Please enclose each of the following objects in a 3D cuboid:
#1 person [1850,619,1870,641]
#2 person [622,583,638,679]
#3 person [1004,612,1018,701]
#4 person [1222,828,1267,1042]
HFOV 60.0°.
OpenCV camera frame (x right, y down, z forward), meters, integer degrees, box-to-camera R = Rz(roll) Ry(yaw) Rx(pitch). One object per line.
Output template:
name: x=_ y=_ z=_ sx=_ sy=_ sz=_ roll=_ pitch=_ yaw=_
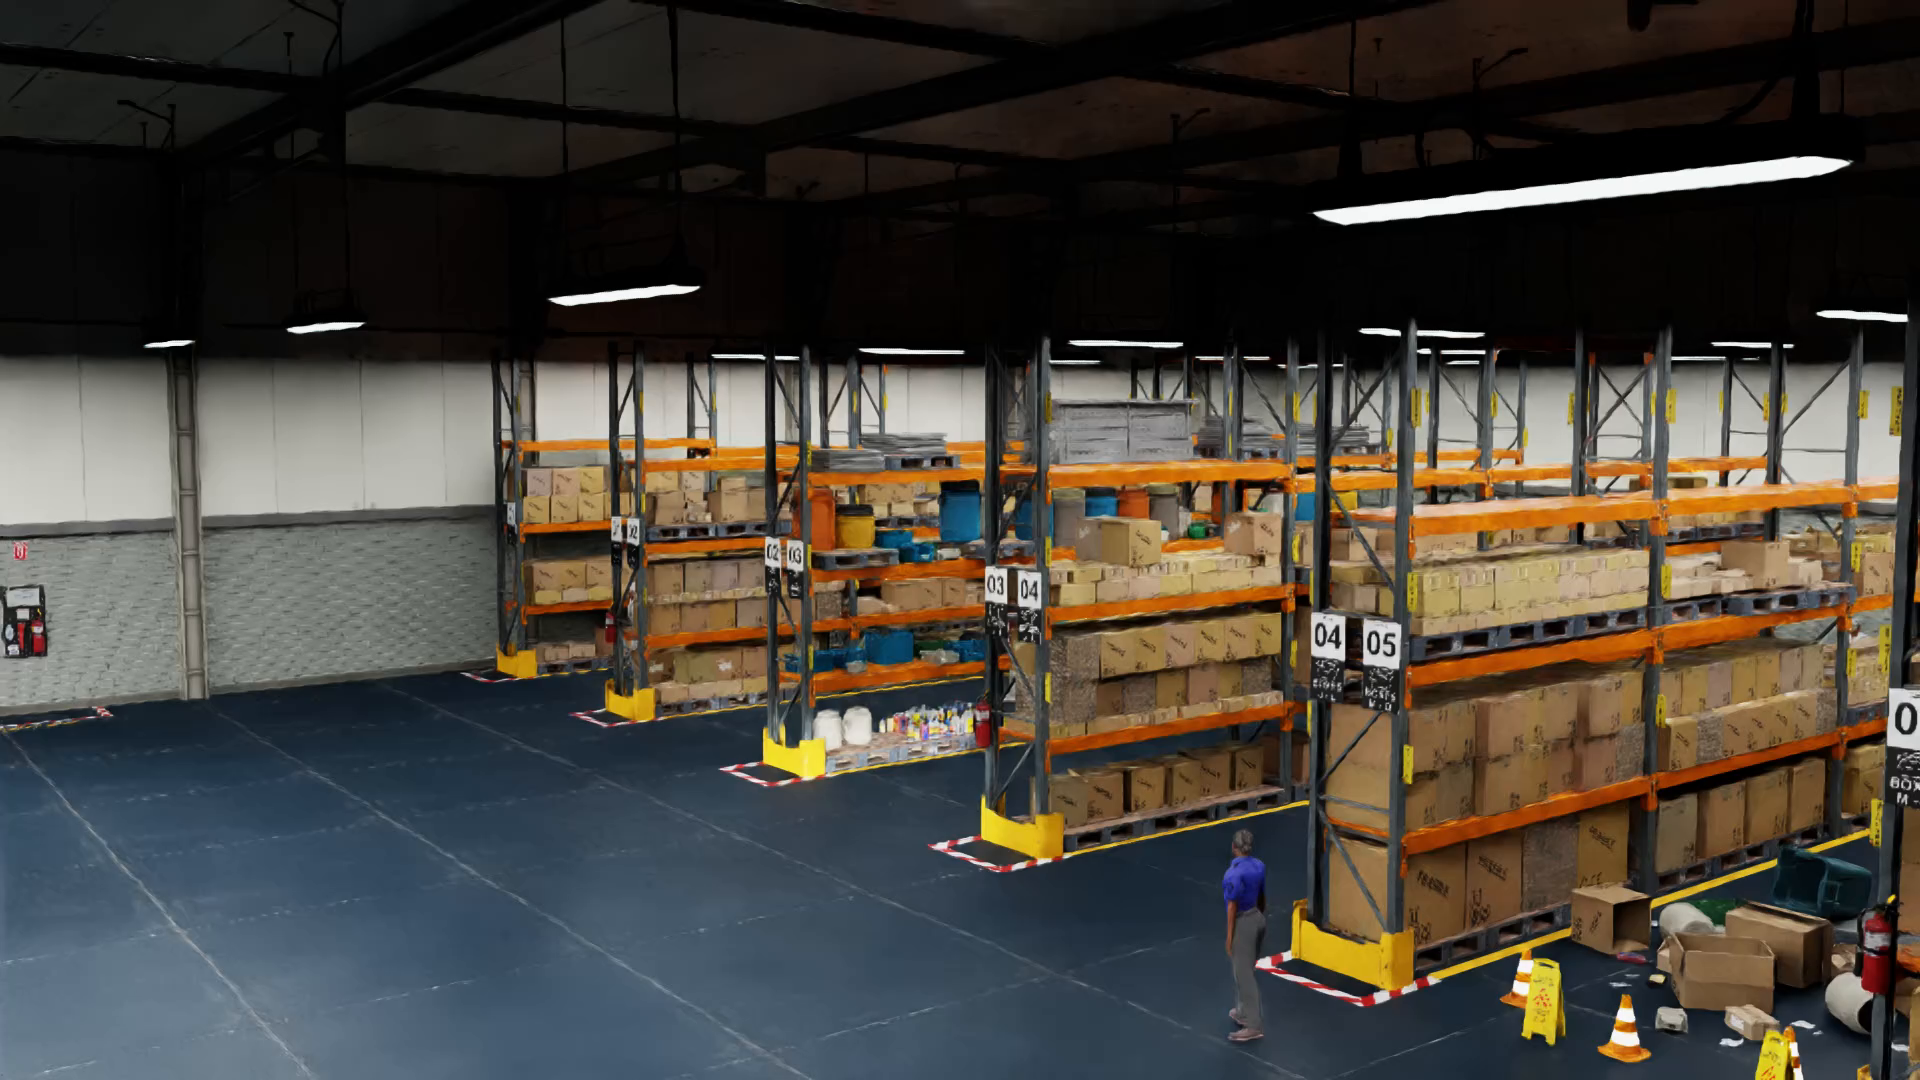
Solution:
person: x=14.284 y=2.033 z=26.536 sx=1.090 sy=1.583 sz=0.497 roll=-3 pitch=6 yaw=-34
person: x=-5.837 y=1.642 z=30.282 sx=0.686 sy=1.744 sz=0.730 roll=-3 pitch=6 yaw=-32
person: x=1.004 y=1.795 z=28.074 sx=0.675 sy=1.775 sz=0.631 roll=-1 pitch=5 yaw=-10
person: x=2.288 y=3.160 z=13.448 sx=0.512 sy=1.655 sz=0.589 roll=4 pitch=7 yaw=41
